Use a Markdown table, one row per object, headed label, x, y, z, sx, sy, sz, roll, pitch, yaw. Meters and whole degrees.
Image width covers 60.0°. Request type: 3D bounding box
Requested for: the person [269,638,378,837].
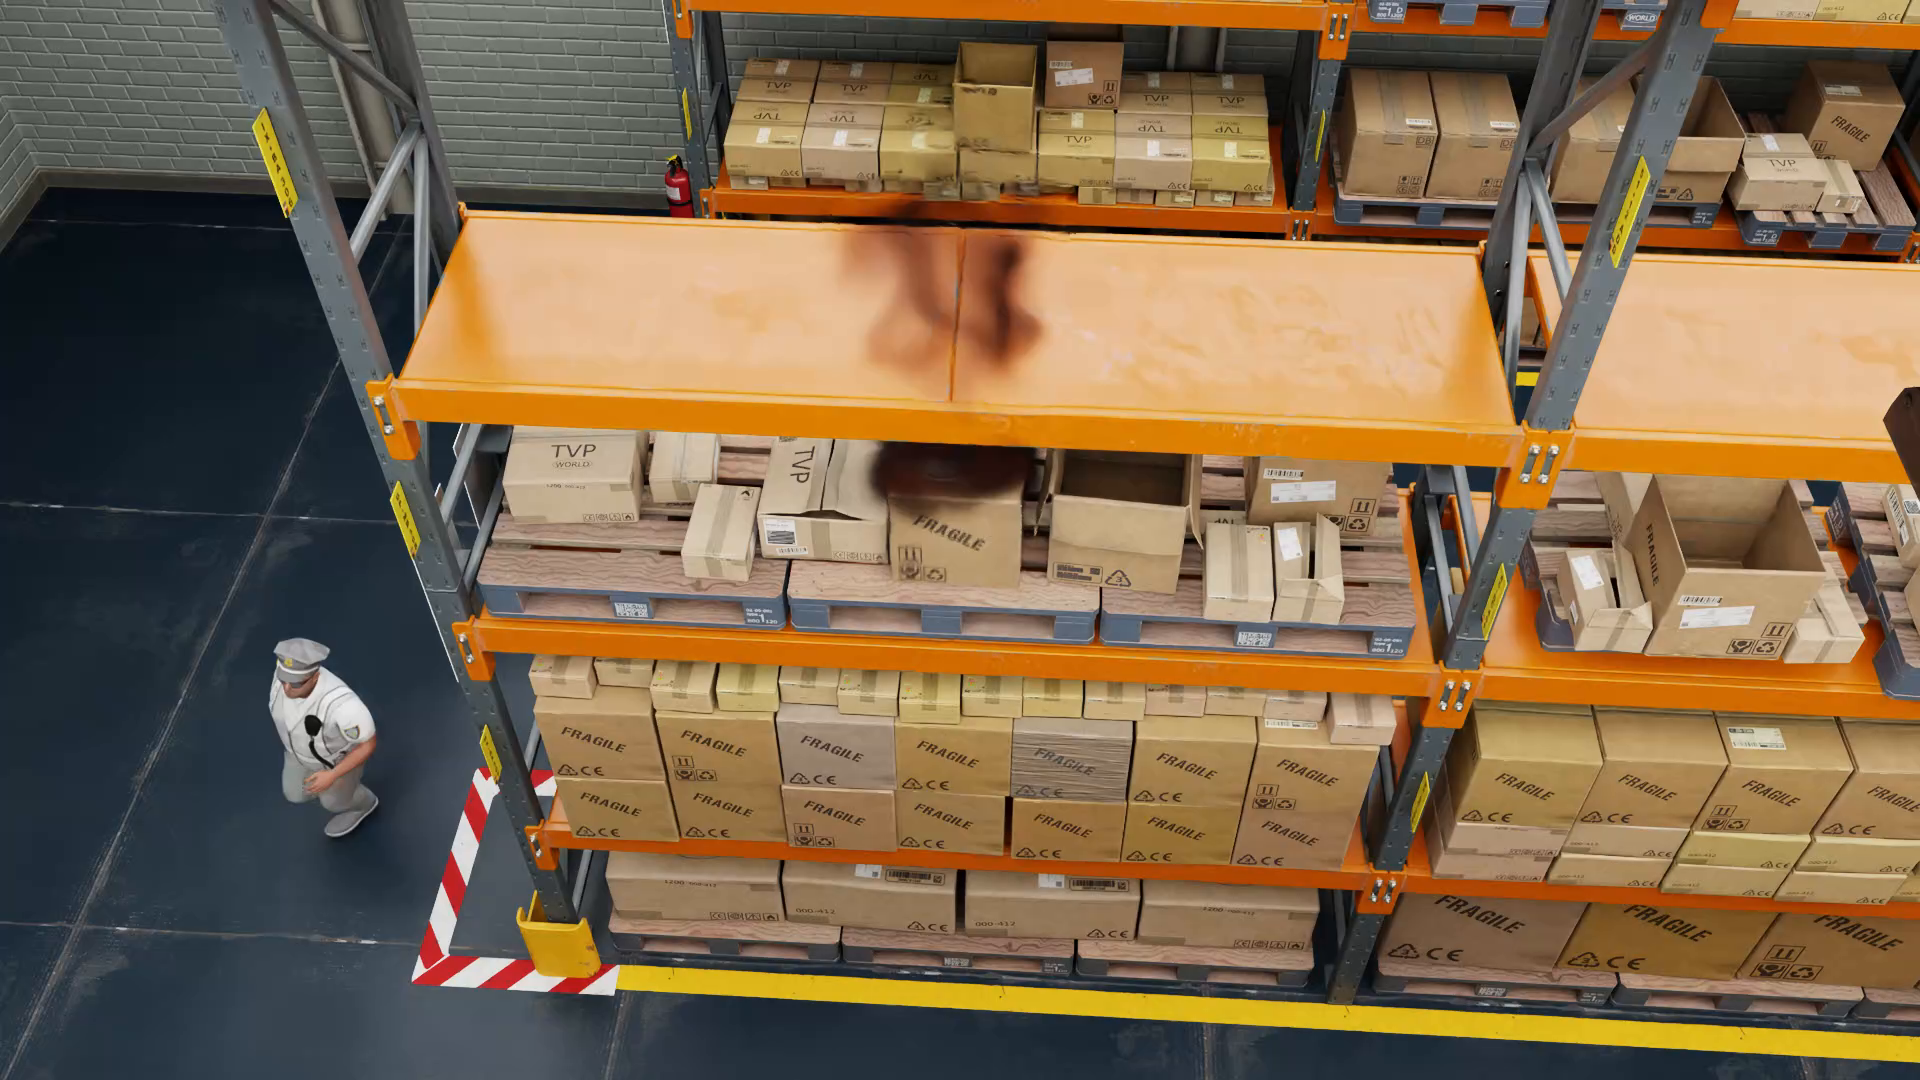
| label | x | y | z | sx | sy | sz | roll | pitch | yaw |
| --- | --- | --- | --- | --- | --- | --- | --- | --- | --- |
| person | -3.259 | 1.046 | 8.621 | 0.737 | 1.719 | 0.572 | 21 | 51 | 18 |
